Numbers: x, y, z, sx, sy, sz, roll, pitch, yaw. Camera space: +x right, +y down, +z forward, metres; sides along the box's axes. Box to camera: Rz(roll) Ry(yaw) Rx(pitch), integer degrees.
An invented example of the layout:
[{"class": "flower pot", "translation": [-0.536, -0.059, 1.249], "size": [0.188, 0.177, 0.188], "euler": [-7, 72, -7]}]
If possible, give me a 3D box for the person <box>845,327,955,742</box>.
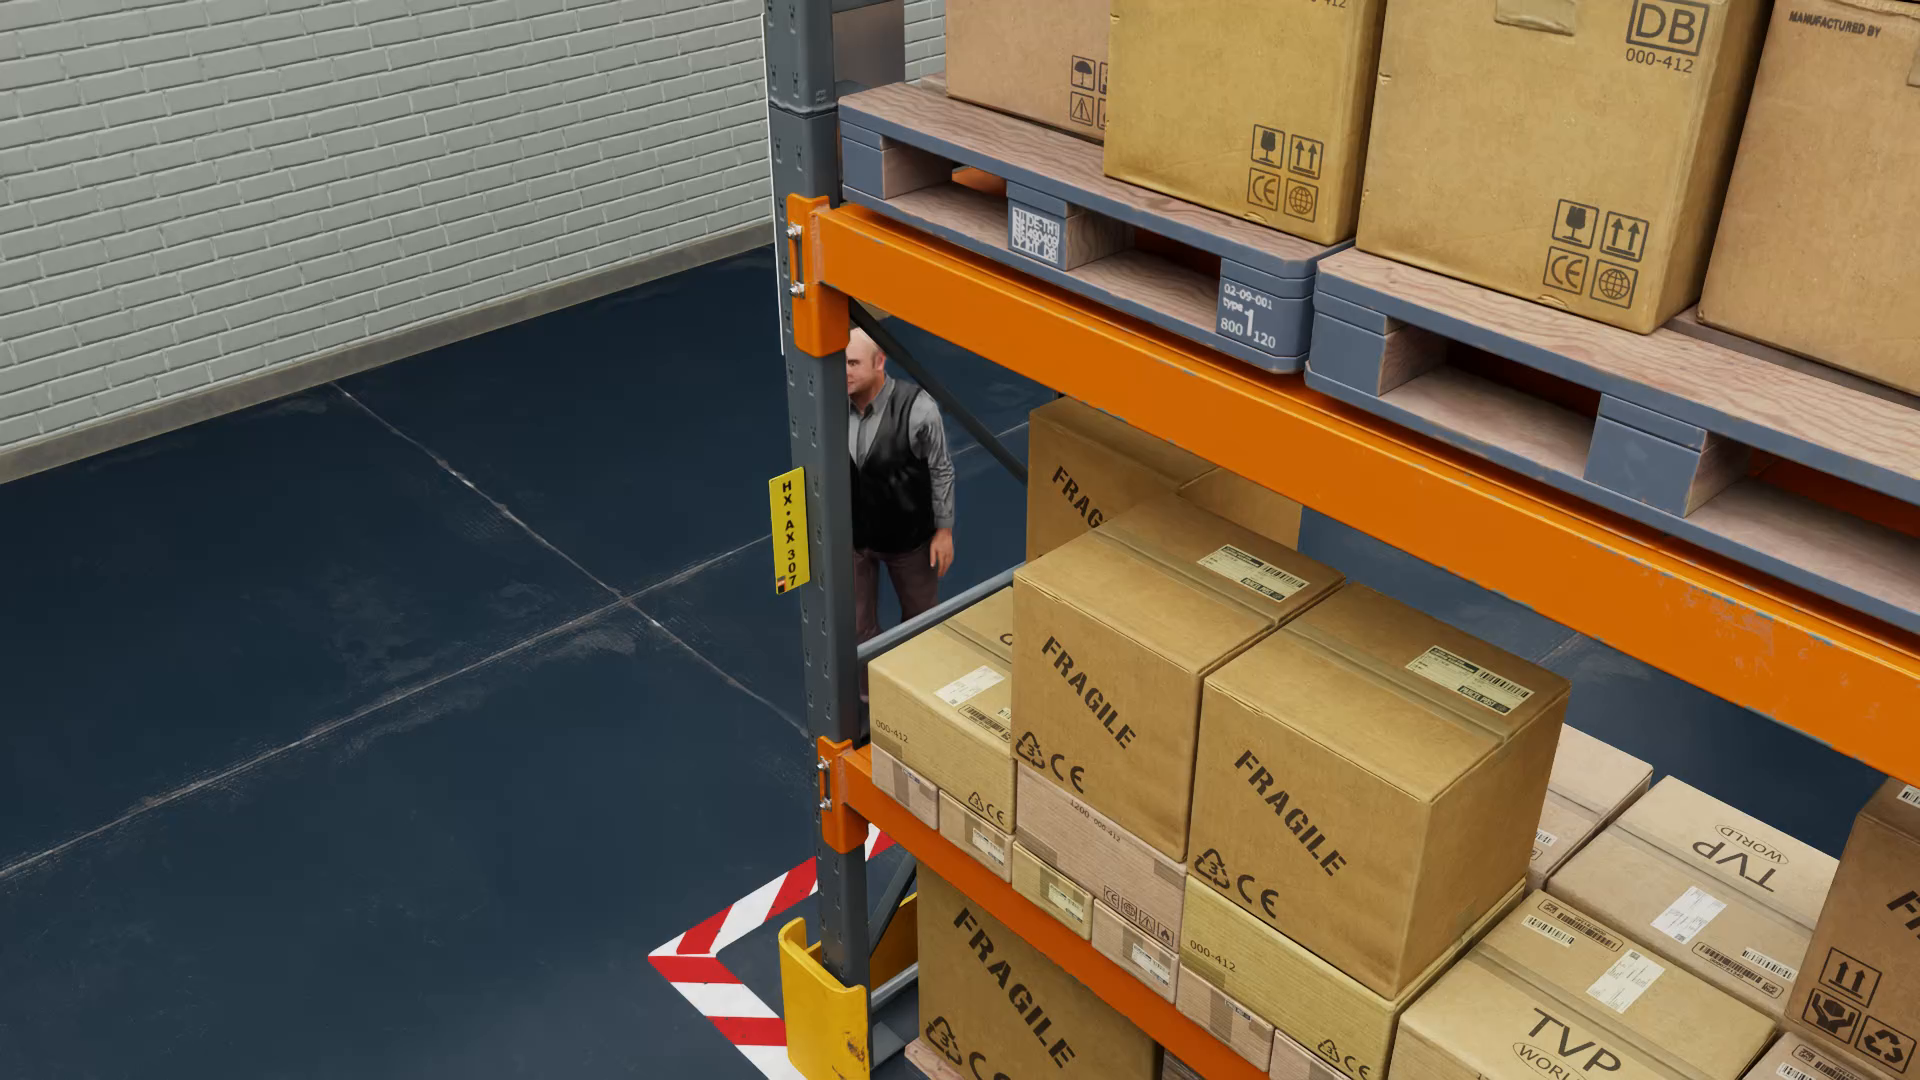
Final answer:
[{"class": "person", "translation": [-0.279, -0.066, 6.273], "size": [0.588, 1.710, 0.582], "euler": [6, 32, 9]}]
